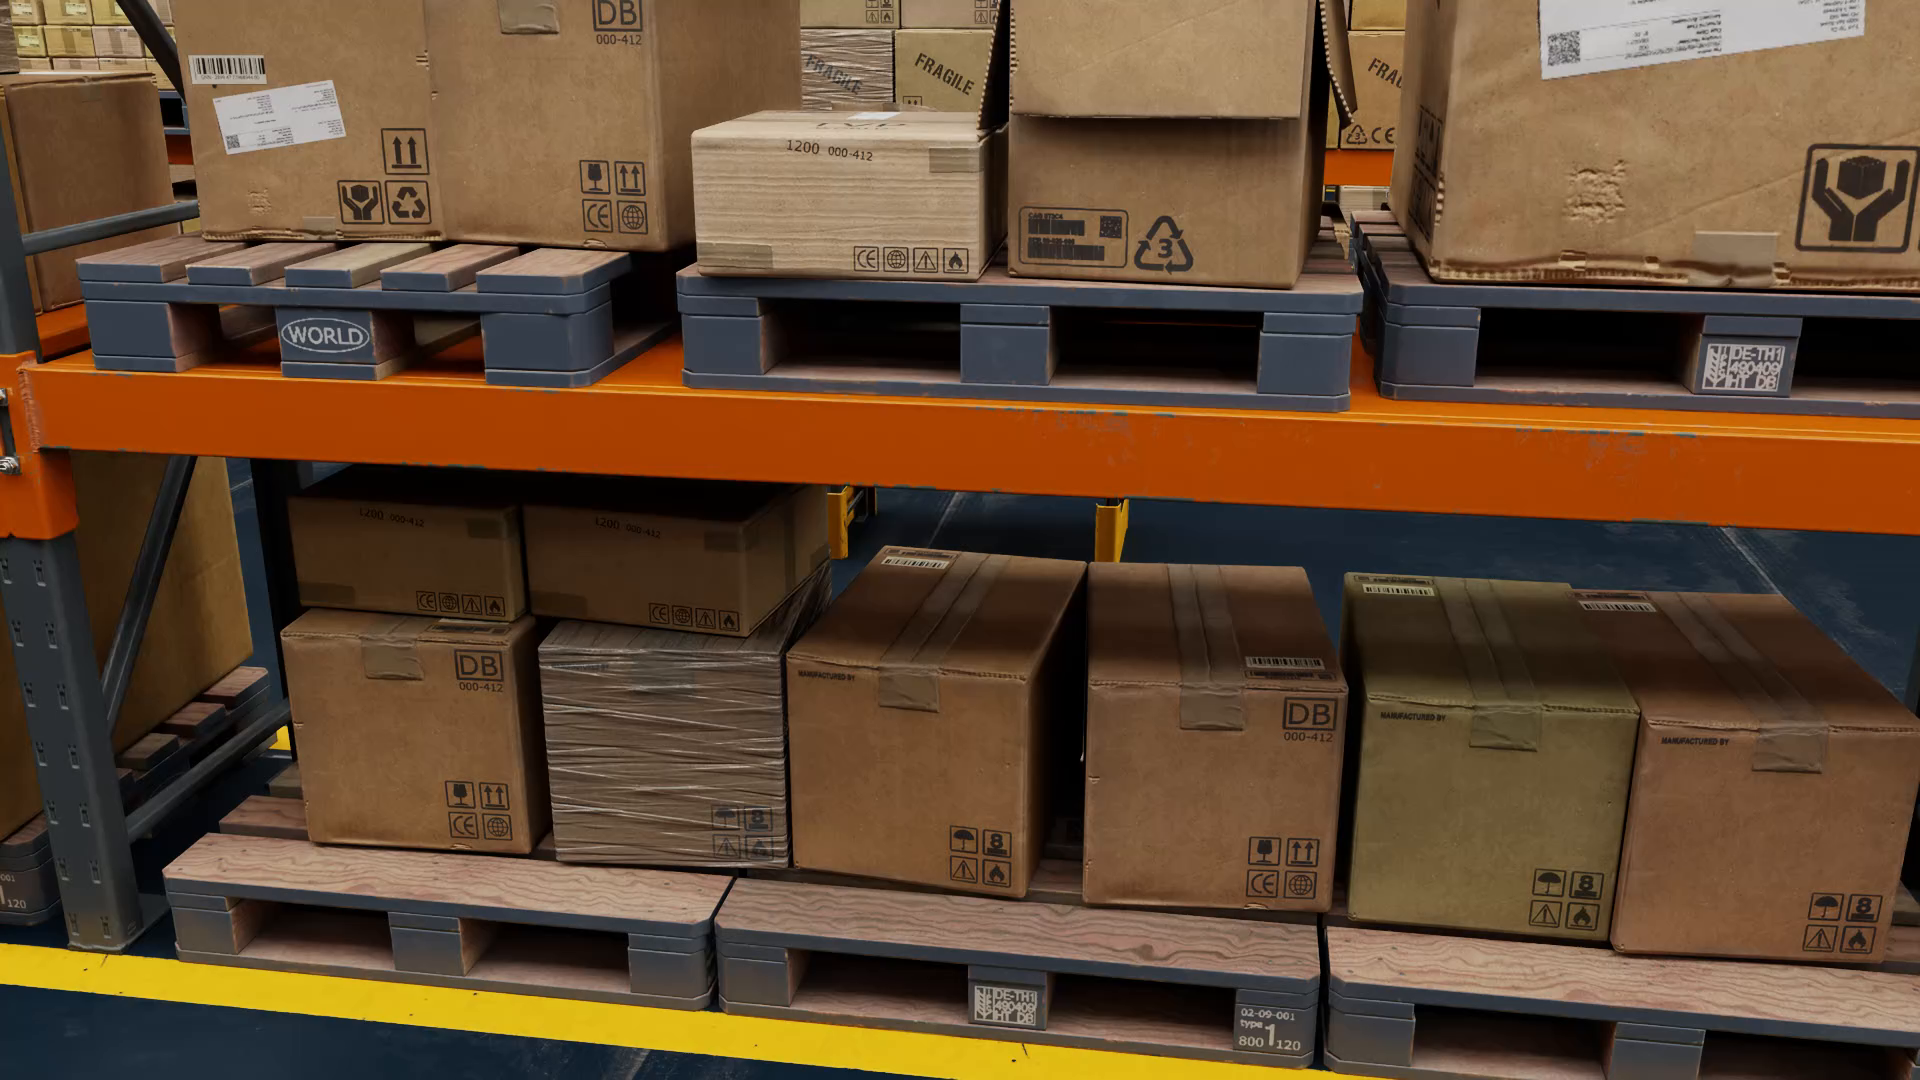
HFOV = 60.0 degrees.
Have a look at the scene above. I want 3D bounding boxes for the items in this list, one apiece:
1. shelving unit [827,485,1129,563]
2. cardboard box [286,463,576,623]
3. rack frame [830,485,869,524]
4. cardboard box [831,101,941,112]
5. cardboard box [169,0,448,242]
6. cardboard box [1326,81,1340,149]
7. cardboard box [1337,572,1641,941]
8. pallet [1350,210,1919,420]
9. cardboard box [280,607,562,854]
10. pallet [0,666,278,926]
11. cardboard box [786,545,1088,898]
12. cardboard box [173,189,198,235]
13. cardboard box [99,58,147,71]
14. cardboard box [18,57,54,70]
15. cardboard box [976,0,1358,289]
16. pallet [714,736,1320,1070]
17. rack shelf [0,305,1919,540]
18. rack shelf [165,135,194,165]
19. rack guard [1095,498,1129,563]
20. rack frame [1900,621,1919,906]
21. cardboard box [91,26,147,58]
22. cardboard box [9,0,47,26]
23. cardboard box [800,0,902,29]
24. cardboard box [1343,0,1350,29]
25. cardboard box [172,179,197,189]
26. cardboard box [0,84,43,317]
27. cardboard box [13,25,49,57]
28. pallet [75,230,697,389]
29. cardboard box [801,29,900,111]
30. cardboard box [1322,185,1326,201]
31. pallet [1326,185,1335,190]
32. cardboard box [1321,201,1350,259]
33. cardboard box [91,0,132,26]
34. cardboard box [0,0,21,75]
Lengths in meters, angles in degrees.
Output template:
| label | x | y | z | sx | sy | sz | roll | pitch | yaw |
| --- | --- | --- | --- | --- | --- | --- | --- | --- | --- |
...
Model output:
| label | x | y | z | sx | sy | sz | roll | pitch | yaw |
| --- | --- | --- | --- | --- | --- | --- | --- | --- | --- |
| shelving unit | 0.075 | -0.707 | 6.054 | 1.083 | 1.500 | 0.587 | 3 | 19 | 9 |
| cardboard box | -1.136 | -0.035 | 3.744 | 0.500 | 0.250 | 0.500 | 4 | 19 | 11 |
| rack frame | -0.418 | -0.733 | 6.129 | 0.032 | 1.500 | 0.500 | 3 | 19 | 9 |
| cardboard box | -0.113 | -0.816 | 3.566 | 0.258 | 0.266 | 0.396 | 2 | 19 | 7 |
| cardboard box | -1.263 | -0.912 | 3.483 | 0.500 | 0.500 | 0.500 | 1 | 19 | 2 |
| cardboard box | 1.478 | -2.069 | 7.600 | 0.500 | 0.500 | 0.500 | 3 | 19 | 9 |
| cardboard box | 1.076 | 0.430 | 3.536 | 0.500 | 0.500 | 0.700 | 3 | 19 | 8 |
| pallet | 1.416 | -0.472 | 3.289 | 1.213 | 0.211 | 1.003 | 3 | 19 | 9 |
| cardboard box | -1.138 | 0.324 | 3.854 | 0.500 | 0.500 | 0.700 | 2 | 19 | 6 |
| pallet | -2.569 | 0.579 | 4.240 | 1.213 | 0.211 | 1.003 | 3 | 19 | 9 |
| cardboard box | -0.027 | 0.374 | 3.703 | 0.500 | 0.500 | 0.700 | 5 | 19 | 13 |
| cardboard box | -4.177 | -1.680 | 8.692 | 0.500 | 0.250 | 0.500 | 2 | 19 | 6 |
| cardboard box | -4.028 | -2.321 | 8.245 | 0.250 | 0.149 | 0.380 | 3 | 19 | 9 |
| cardboard box | -4.549 | -2.346 | 8.323 | 0.250 | 0.149 | 0.380 | 2 | 19 | 6 |
| cardboard box | 0.421 | -0.785 | 3.098 | 0.637 | 0.503 | 0.797 | 5 | 19 | 14 |
| pallet | 0.170 | 0.744 | 3.747 | 1.213 | 0.211 | 1.003 | 3 | 19 | 9 |
| rack shelf | 0.172 | -0.238 | 3.422 | 4.000 | 0.370 | 1.077 | 3 | 19 | 9 |
| rack shelf | -2.890 | -1.989 | 8.653 | 4.000 | 0.370 | 1.077 | 3 | 19 | 9 |
| rack guard | 0.567 | -0.090 | 6.177 | 0.087 | 0.250 | 0.587 | 3 | 19 | 9 |
| rack frame | 2.147 | -0.479 | 3.007 | 0.127 | 3.000 | 1.000 | 3 | 19 | 9 |
| cardboard box | -4.038 | -2.462 | 8.200 | 0.250 | 0.149 | 0.380 | 3 | 19 | 10 |
| cardboard box | -4.549 | -2.629 | 8.228 | 0.250 | 0.149 | 0.380 | 4 | 19 | 11 |
| cardboard box | -0.474 | -2.725 | 7.986 | 0.500 | 0.500 | 0.700 | 3 | 19 | 8 |
| cardboard box | 1.535 | -2.623 | 7.683 | 0.500 | 0.500 | 0.700 | 3 | 19 | 9 |
| cardboard box | -4.090 | -1.841 | 9.175 | 0.500 | 0.250 | 0.500 | 2 | 19 | 7 |
| cardboard box | -2.329 | -0.675 | 3.435 | 0.500 | 0.500 | 0.500 | 4 | 19 | 10 |
| cardboard box | -4.549 | -2.488 | 8.276 | 0.250 | 0.149 | 0.380 | 3 | 19 | 10 |
| pallet | -1.082 | -0.587 | 3.632 | 1.003 | 0.211 | 1.213 | 3 | 19 | 9 |
| cardboard box | -0.515 | -2.169 | 7.902 | 0.500 | 0.500 | 0.500 | 3 | 19 | 9 |
| cardboard box | 2.490 | -2.597 | 12.818 | 0.625 | 0.372 | 0.950 | 4 | 19 | 12 |
| pallet | 3.769 | -3.841 | 17.451 | 1.213 | 0.211 | 1.003 | 3 | 19 | 9 |
| cardboard box | 1.455 | -1.213 | 8.084 | 0.750 | 0.750 | 1.050 | 3 | 19 | 9 |
| cardboard box | -4.020 | -2.603 | 8.151 | 0.250 | 0.149 | 0.380 | 3 | 19 | 9 |
| cardboard box | -2.522 | -1.245 | 3.559 | 0.637 | 0.503 | 0.797 | 4 | 19 | 11 |
